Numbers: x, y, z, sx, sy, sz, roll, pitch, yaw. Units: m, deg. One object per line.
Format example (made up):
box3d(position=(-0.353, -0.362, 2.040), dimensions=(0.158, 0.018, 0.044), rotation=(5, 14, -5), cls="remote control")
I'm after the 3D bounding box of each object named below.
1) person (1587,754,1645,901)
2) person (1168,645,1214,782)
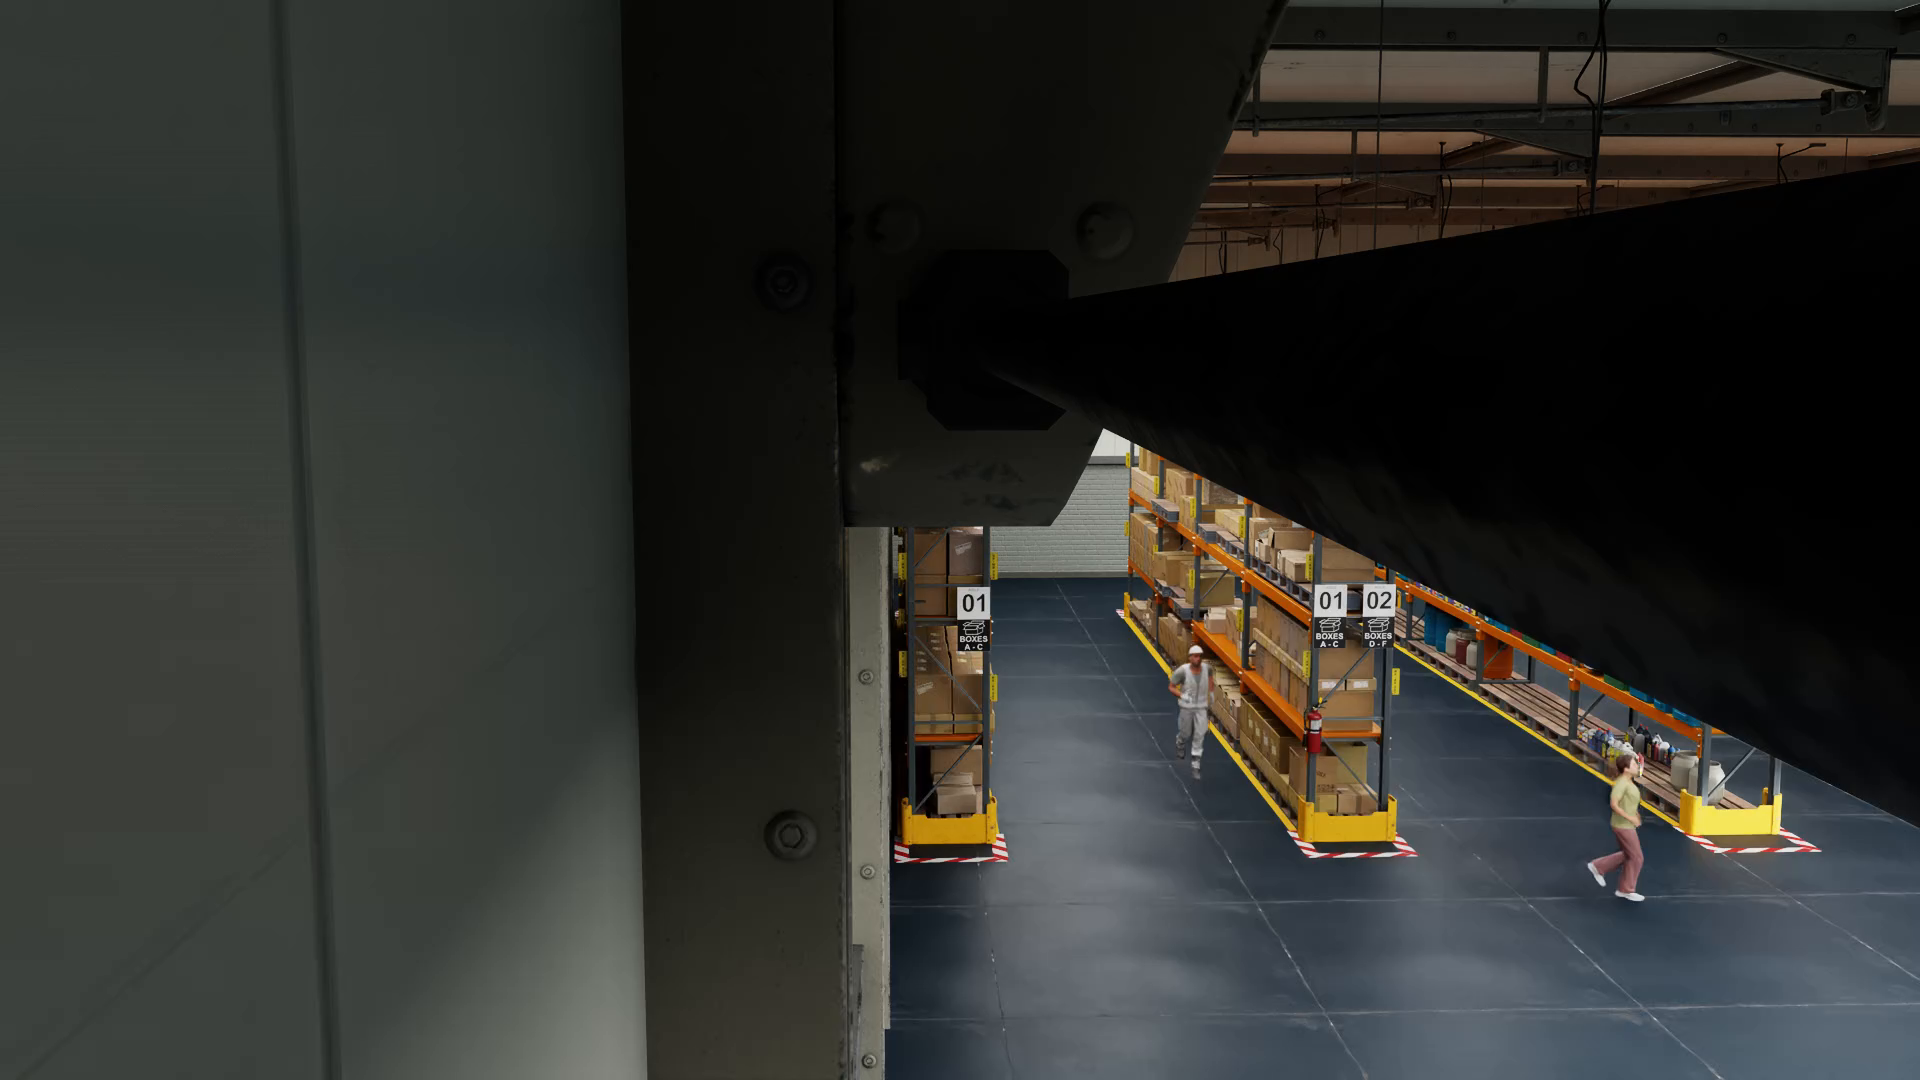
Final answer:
box3d(position=(7.295, 3.171, 18.429), dimensions=(0.618, 1.644, 0.589), rotation=(3, 8, 24), cls="person")
box3d(position=(3.163, 2.293, 22.669), dimensions=(0.685, 1.777, 1.044), rotation=(-1, 7, -9), cls="person")
